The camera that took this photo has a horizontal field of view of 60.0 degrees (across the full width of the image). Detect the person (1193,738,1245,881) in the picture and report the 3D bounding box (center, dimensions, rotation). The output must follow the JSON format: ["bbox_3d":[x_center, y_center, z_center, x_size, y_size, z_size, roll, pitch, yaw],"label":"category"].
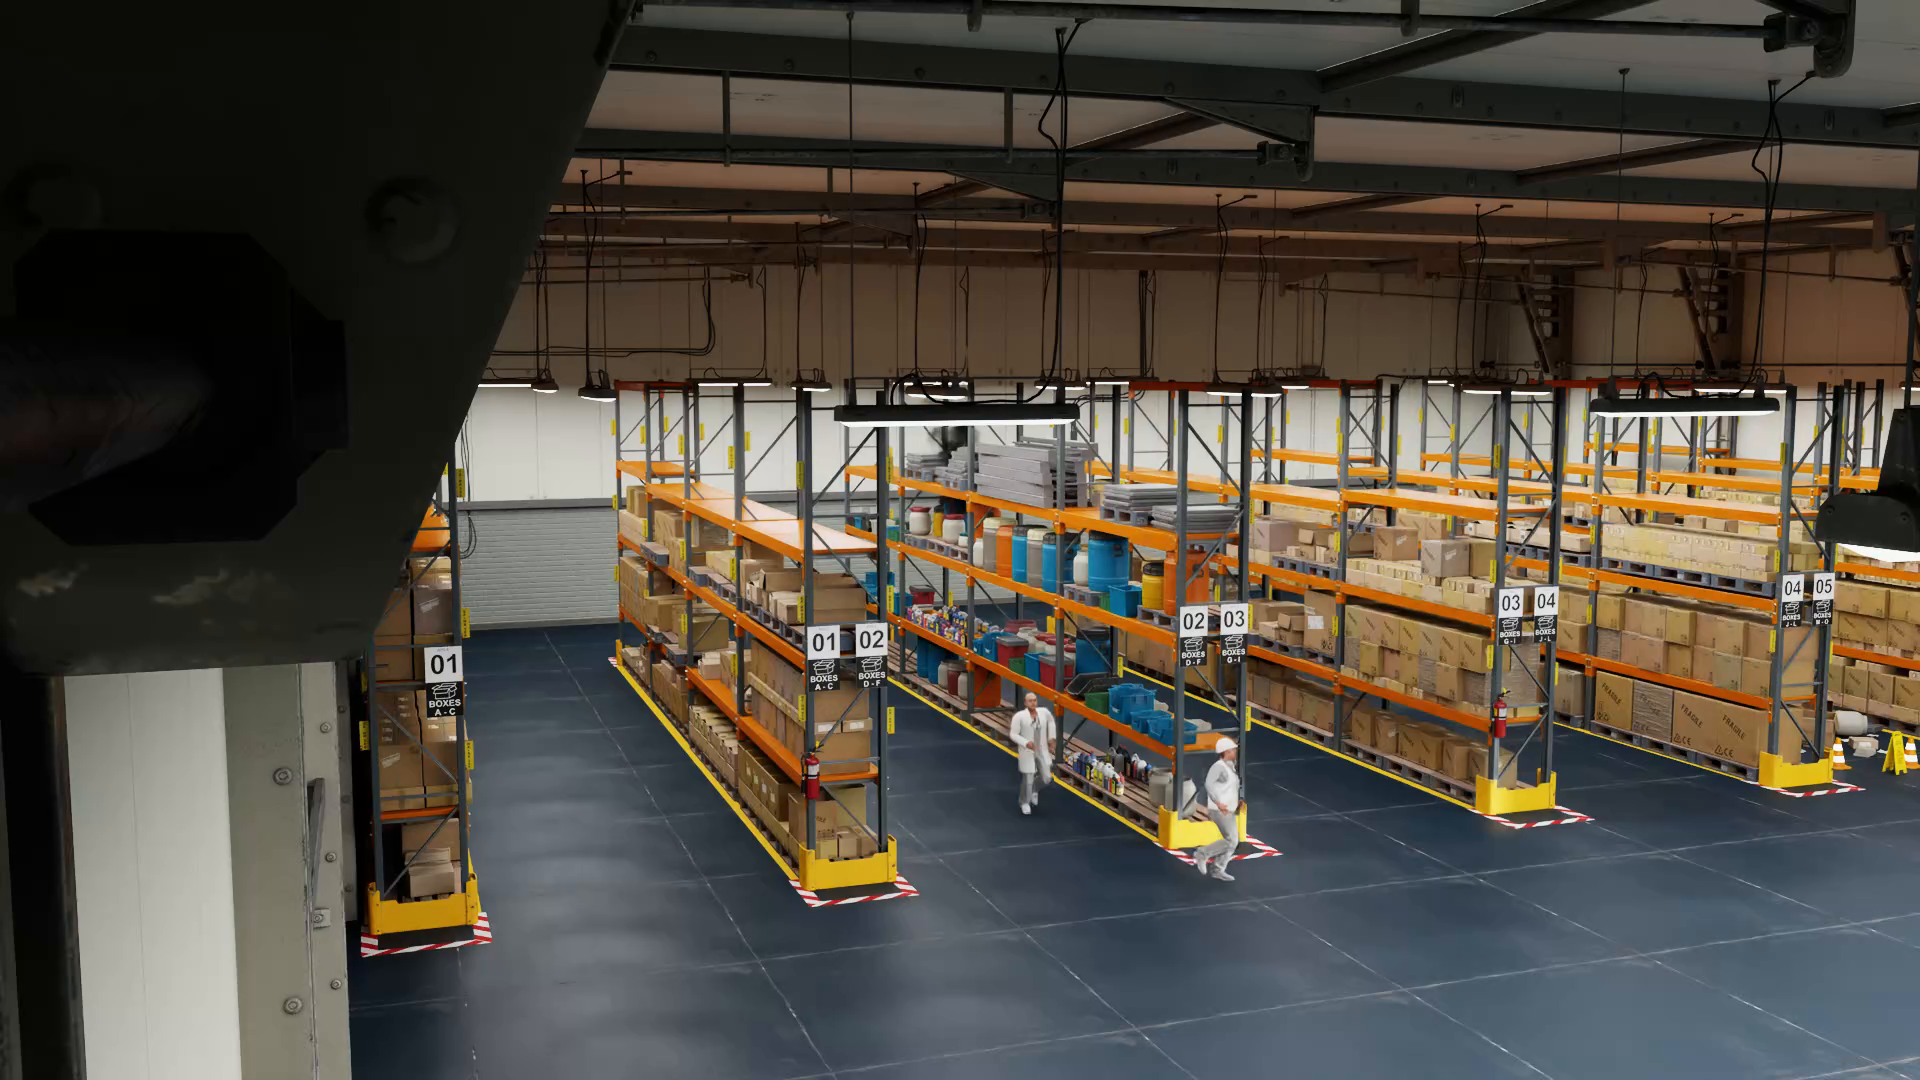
[{"bbox_3d":[3.231,3.308,20.596,0.558,1.717,0.722,2,6,20],"label":"person"}]

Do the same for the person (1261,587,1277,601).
[{"bbox_3d":[7.771,1.183,41.231,0.638,1.557,0.529,2,6,15],"label":"person"}]

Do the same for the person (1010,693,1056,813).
[{"bbox_3d":[1.049,3.002,23.365,0.741,1.738,0.766,-2,6,-16],"label":"person"}]
